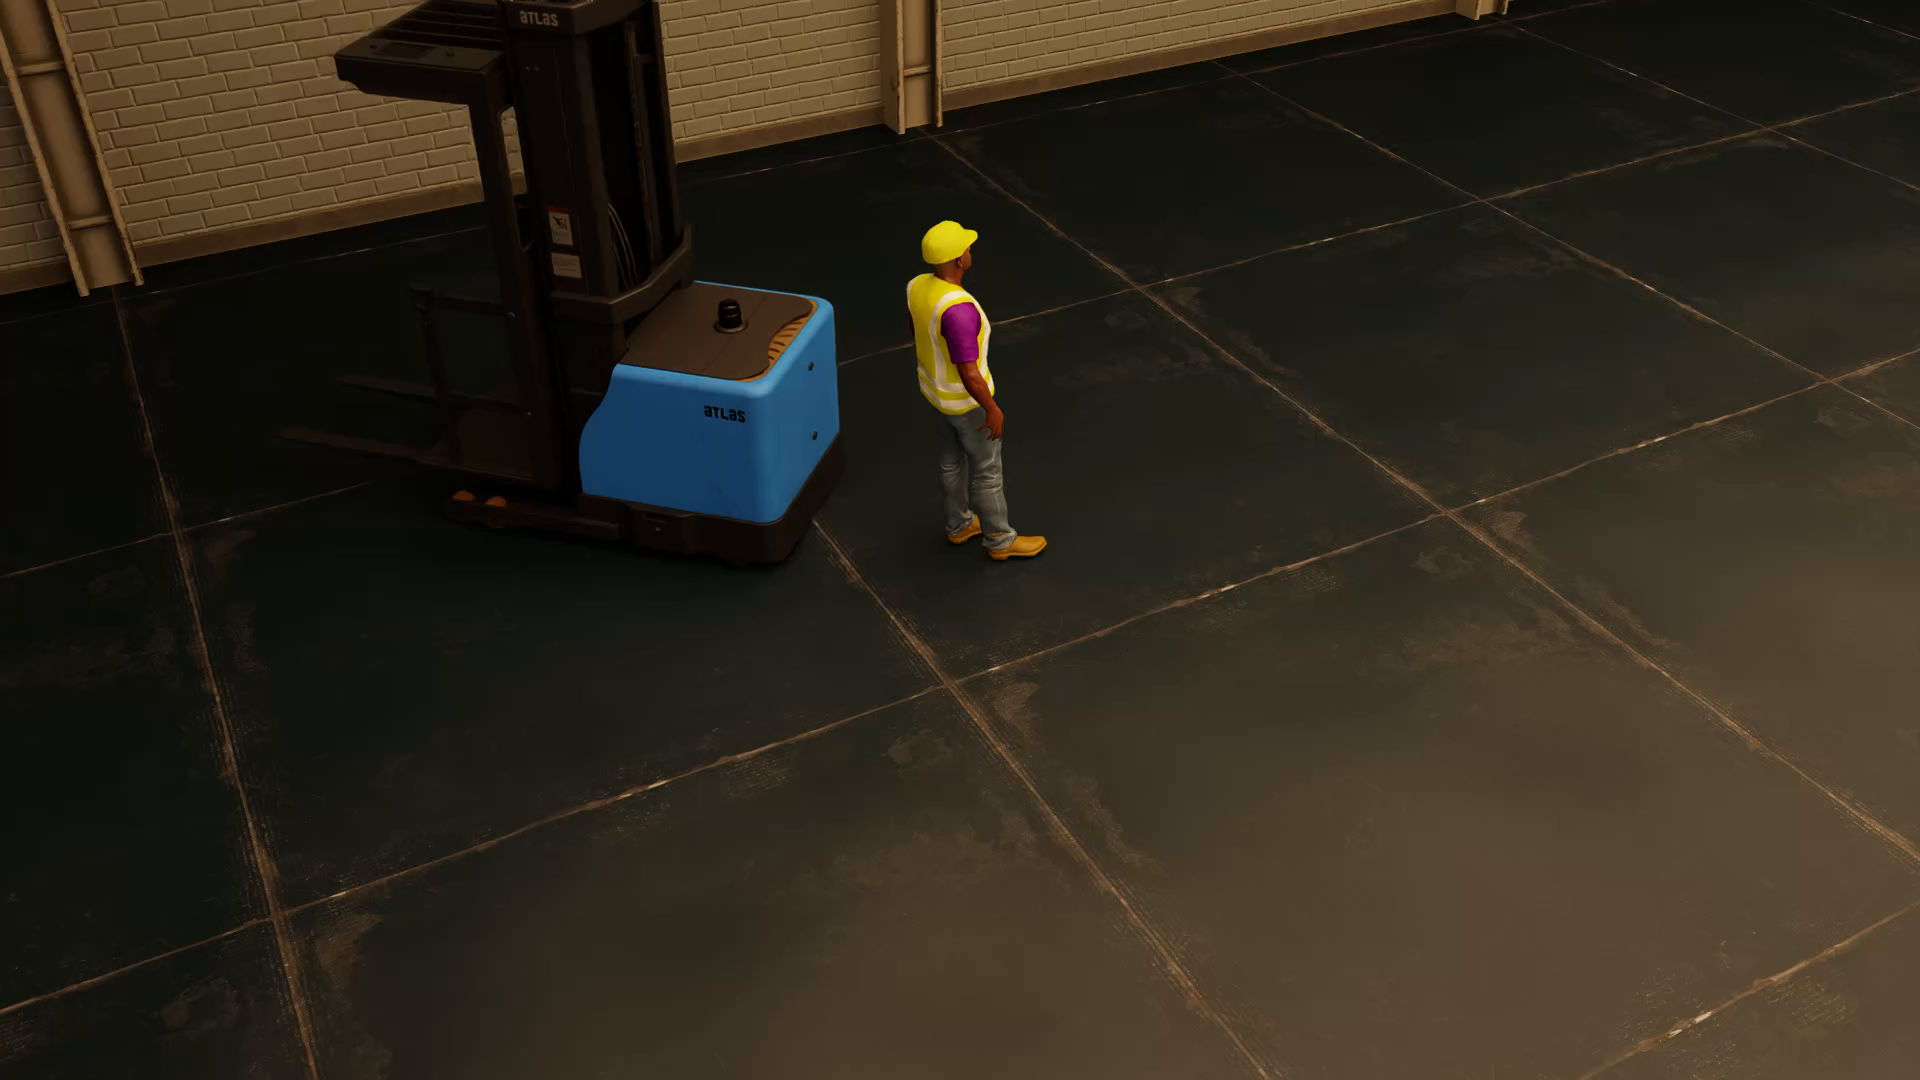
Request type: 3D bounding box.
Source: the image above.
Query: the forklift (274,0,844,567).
[{"bbox_3d":[-2.211,-1.538,8.298,3.031,2.935,1.130,9,36,13],"label":"forklift"}]

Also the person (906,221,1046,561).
[{"bbox_3d":[0.061,-0.751,8.186,0.572,1.764,0.669,-17,39,-22],"label":"person"}]
